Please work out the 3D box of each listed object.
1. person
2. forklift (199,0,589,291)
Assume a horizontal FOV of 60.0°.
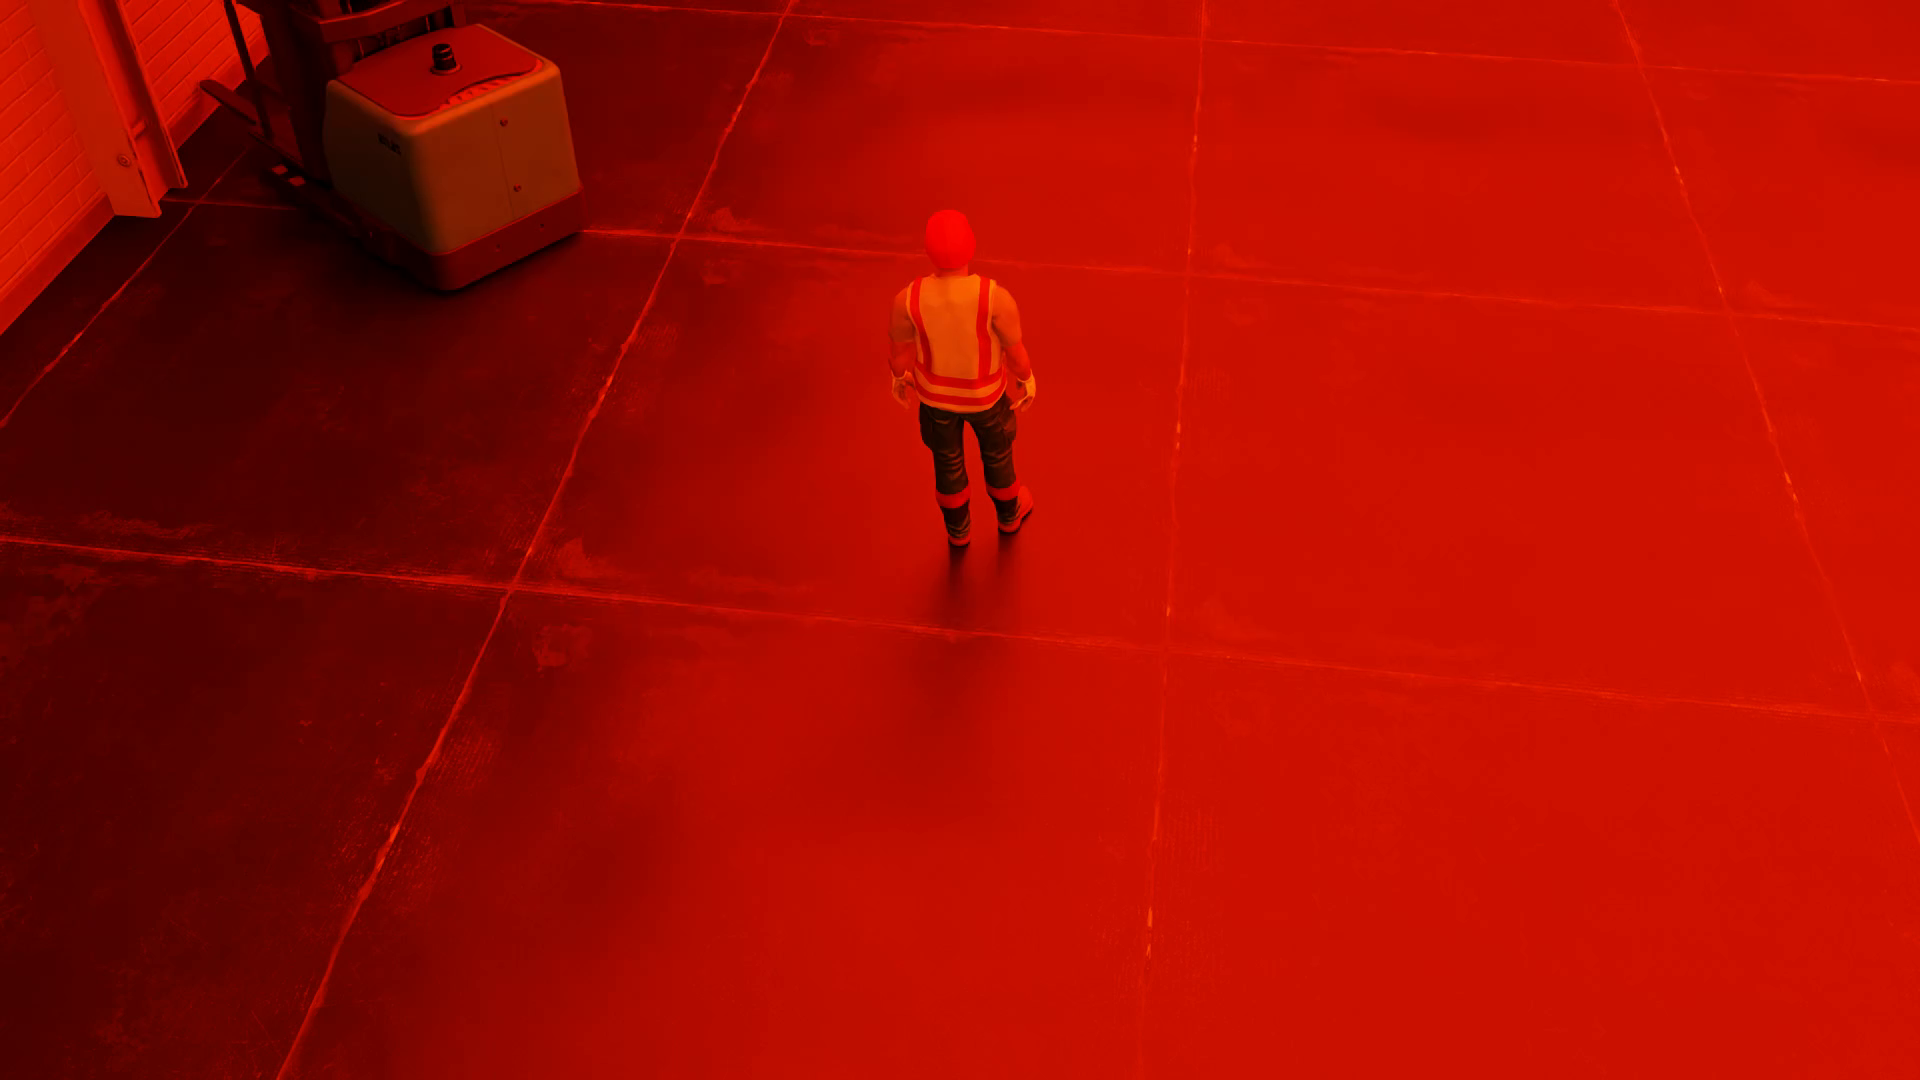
[{"bbox_3d":[0.021,-0.717,7.339,0.638,1.789,0.562,5,43,6],"label":"person"},{"bbox_3d":[-3.611,-3.350,9.371,3.031,2.935,1.130,32,52,30],"label":"forklift"}]
